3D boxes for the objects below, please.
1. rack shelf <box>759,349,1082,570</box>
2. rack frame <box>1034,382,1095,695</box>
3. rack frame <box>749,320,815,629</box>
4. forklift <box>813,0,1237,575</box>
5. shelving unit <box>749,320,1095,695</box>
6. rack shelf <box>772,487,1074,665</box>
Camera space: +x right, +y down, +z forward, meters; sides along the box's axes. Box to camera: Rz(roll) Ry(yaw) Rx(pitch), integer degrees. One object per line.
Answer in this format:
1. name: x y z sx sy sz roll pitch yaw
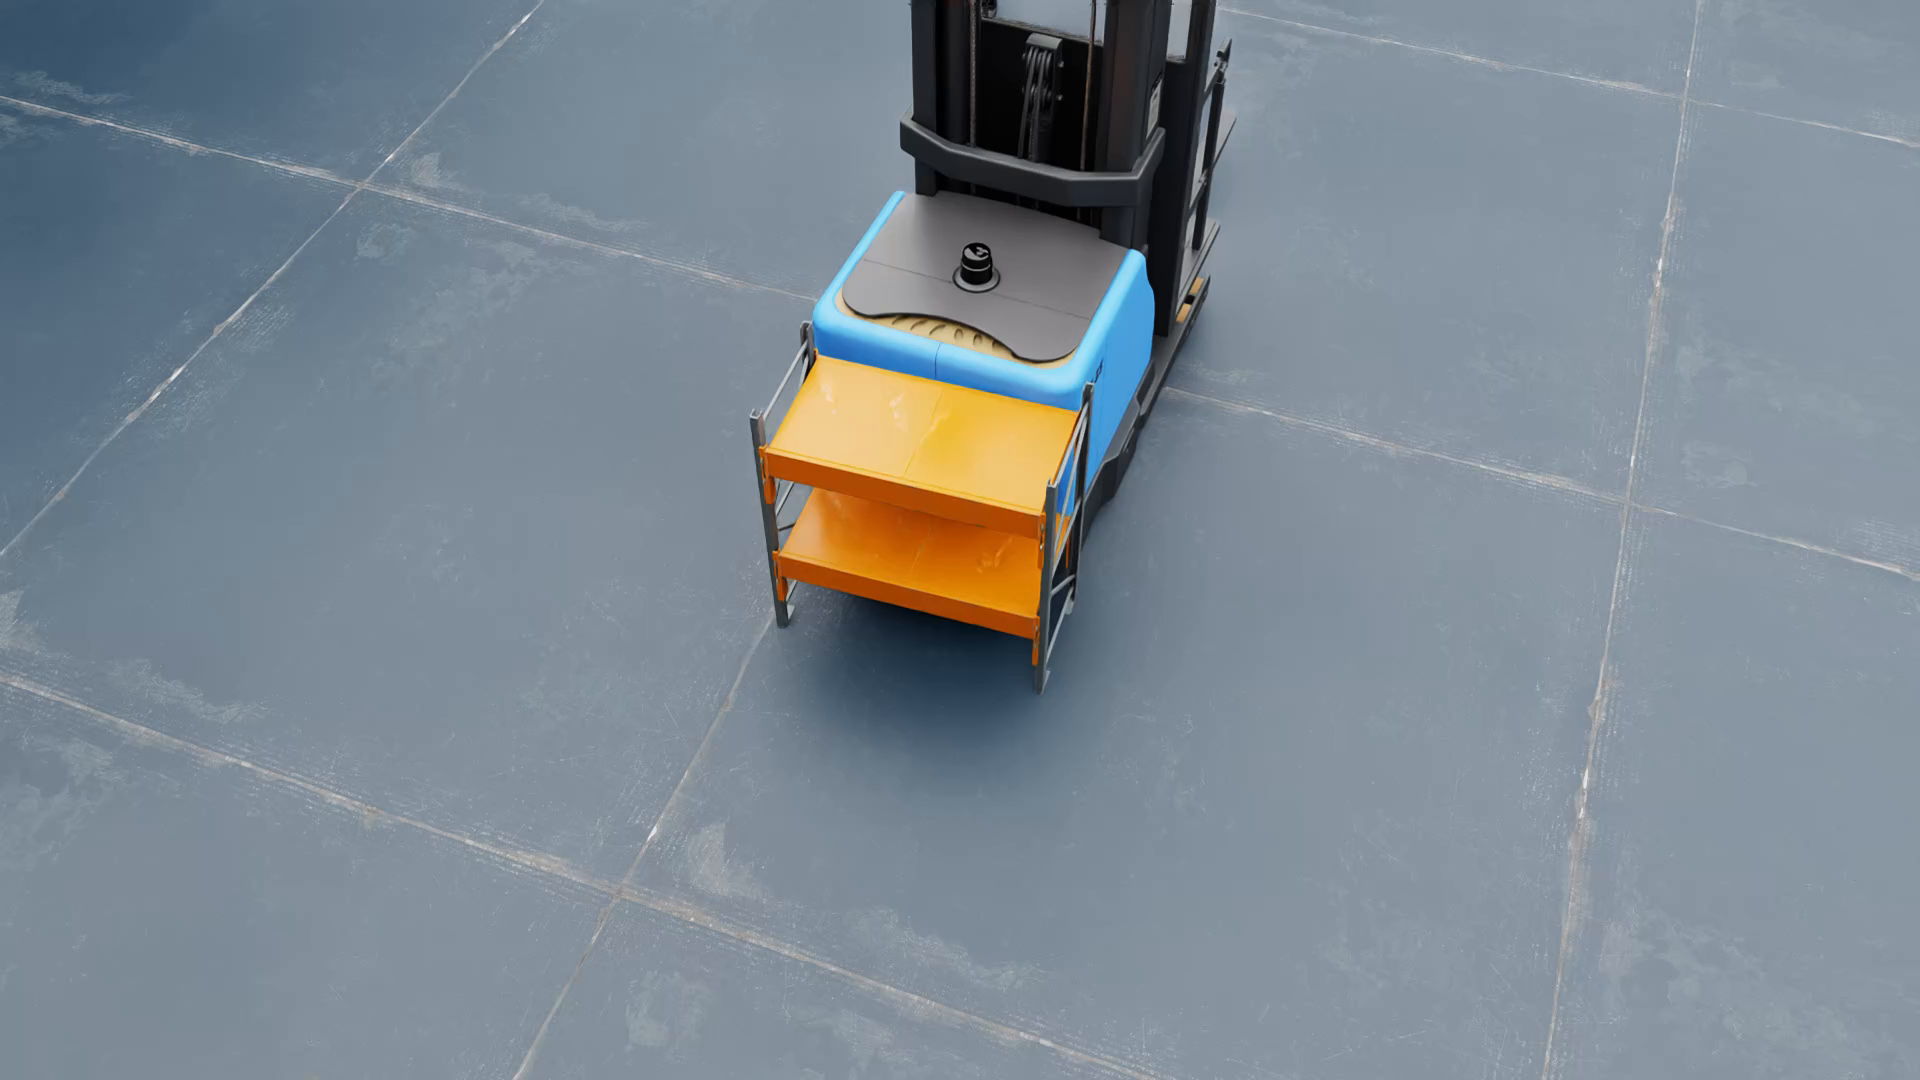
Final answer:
1. rack shelf: -0.121 -0.289 5.735 1.000 0.278 0.538 14 50 11
2. rack frame: 0.363 0.019 5.855 0.032 1.125 0.500 14 50 11
3. rack frame: -0.606 -0.214 6.057 0.032 1.125 0.500 14 50 11
4. forklift: 0.478 -1.959 6.375 1.130 2.935 3.031 17 51 14
5. shelving unit: -0.121 -0.097 5.956 1.048 1.125 0.538 14 50 11
6. rack shelf: -0.121 0.063 6.141 1.000 0.278 0.538 14 50 11
